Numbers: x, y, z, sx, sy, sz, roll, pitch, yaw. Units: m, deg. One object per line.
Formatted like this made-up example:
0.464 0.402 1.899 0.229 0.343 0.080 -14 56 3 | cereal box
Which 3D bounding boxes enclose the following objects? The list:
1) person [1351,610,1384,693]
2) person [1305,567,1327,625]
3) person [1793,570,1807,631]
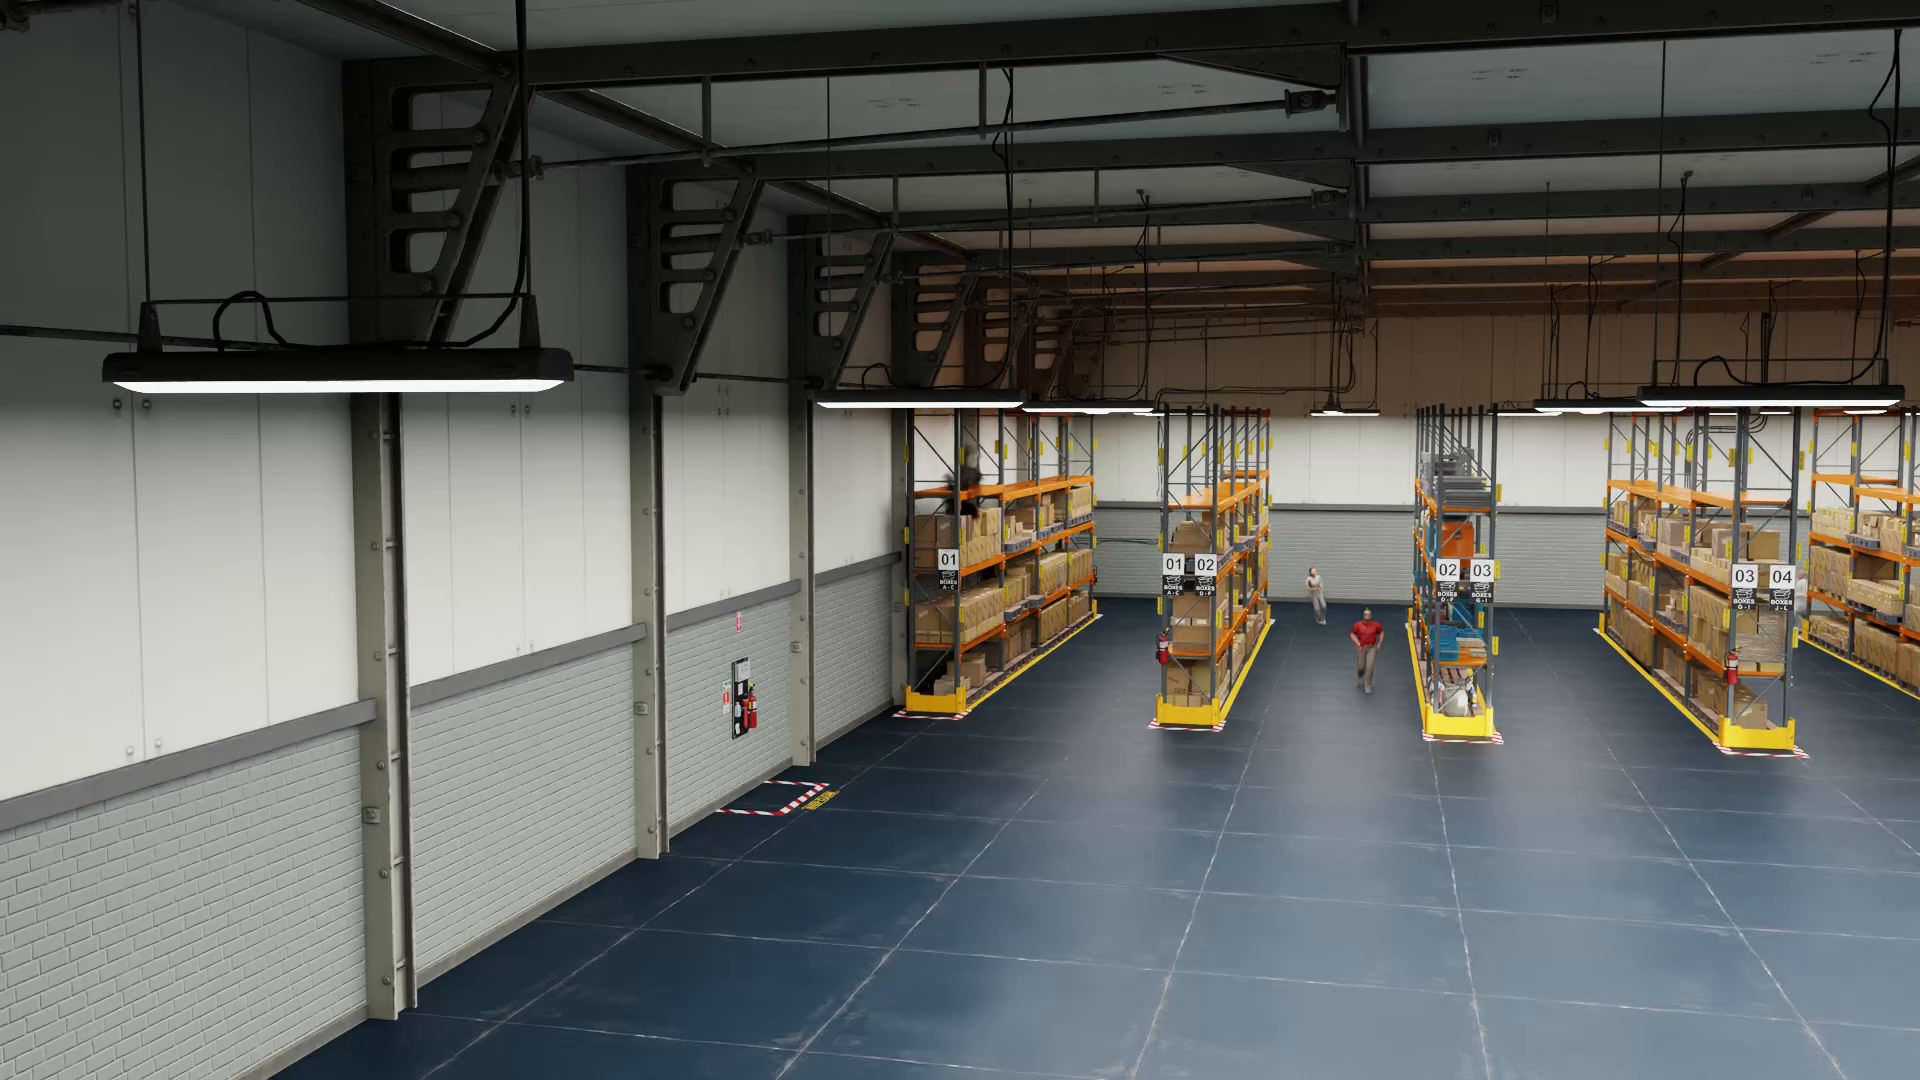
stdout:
8.599 2.328 35.117 0.690 1.713 0.726 1 4 11 | person
9.870 1.557 46.164 0.634 1.630 0.616 -1 4 -8 | person
22.459 1.642 44.552 0.562 1.729 0.878 1 4 8 | person
